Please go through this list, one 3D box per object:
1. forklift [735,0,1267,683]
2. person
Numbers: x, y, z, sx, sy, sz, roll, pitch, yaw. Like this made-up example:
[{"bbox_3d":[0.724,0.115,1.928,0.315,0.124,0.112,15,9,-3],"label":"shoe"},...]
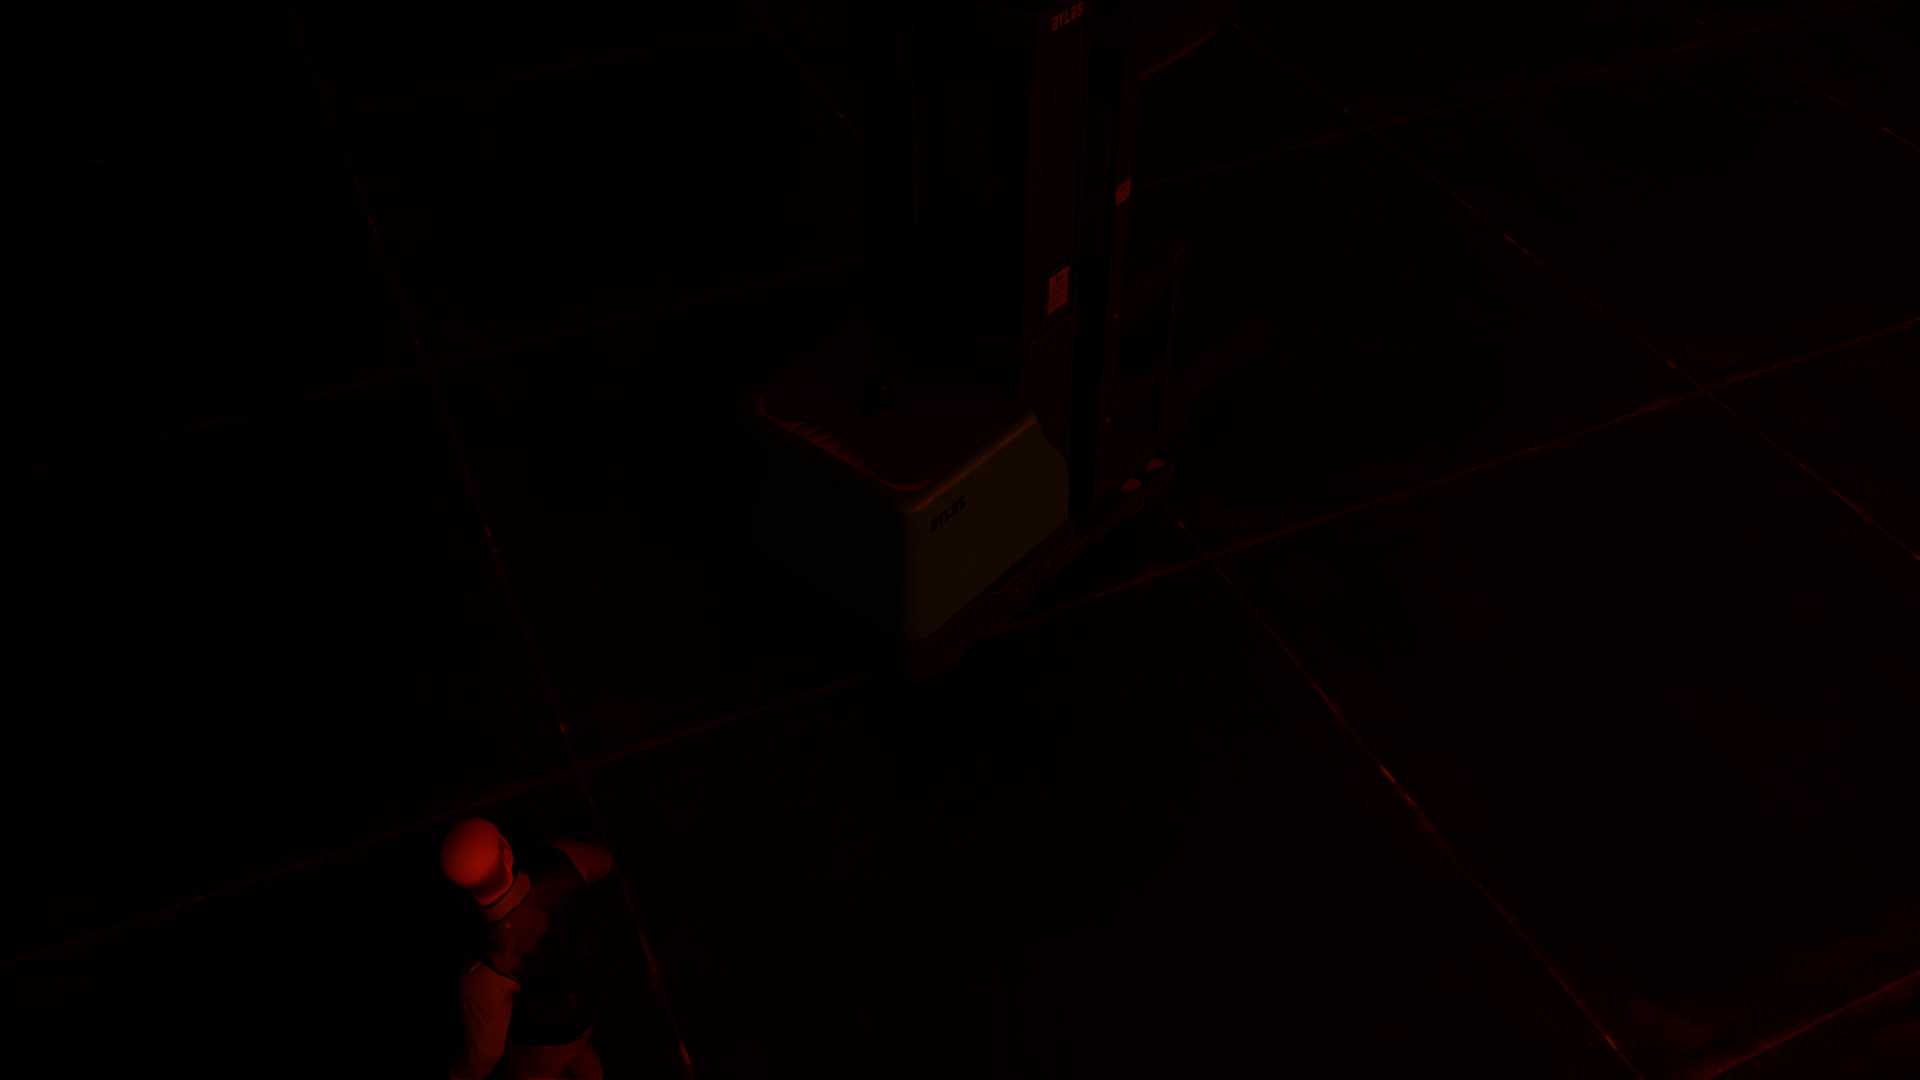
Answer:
[{"bbox_3d":[0.384,-1.401,7.181,1.130,2.935,3.031,30,51,28],"label":"forklift"},{"bbox_3d":[-1.331,1.401,5.092,0.512,1.695,0.726,8,44,9],"label":"person"}]
